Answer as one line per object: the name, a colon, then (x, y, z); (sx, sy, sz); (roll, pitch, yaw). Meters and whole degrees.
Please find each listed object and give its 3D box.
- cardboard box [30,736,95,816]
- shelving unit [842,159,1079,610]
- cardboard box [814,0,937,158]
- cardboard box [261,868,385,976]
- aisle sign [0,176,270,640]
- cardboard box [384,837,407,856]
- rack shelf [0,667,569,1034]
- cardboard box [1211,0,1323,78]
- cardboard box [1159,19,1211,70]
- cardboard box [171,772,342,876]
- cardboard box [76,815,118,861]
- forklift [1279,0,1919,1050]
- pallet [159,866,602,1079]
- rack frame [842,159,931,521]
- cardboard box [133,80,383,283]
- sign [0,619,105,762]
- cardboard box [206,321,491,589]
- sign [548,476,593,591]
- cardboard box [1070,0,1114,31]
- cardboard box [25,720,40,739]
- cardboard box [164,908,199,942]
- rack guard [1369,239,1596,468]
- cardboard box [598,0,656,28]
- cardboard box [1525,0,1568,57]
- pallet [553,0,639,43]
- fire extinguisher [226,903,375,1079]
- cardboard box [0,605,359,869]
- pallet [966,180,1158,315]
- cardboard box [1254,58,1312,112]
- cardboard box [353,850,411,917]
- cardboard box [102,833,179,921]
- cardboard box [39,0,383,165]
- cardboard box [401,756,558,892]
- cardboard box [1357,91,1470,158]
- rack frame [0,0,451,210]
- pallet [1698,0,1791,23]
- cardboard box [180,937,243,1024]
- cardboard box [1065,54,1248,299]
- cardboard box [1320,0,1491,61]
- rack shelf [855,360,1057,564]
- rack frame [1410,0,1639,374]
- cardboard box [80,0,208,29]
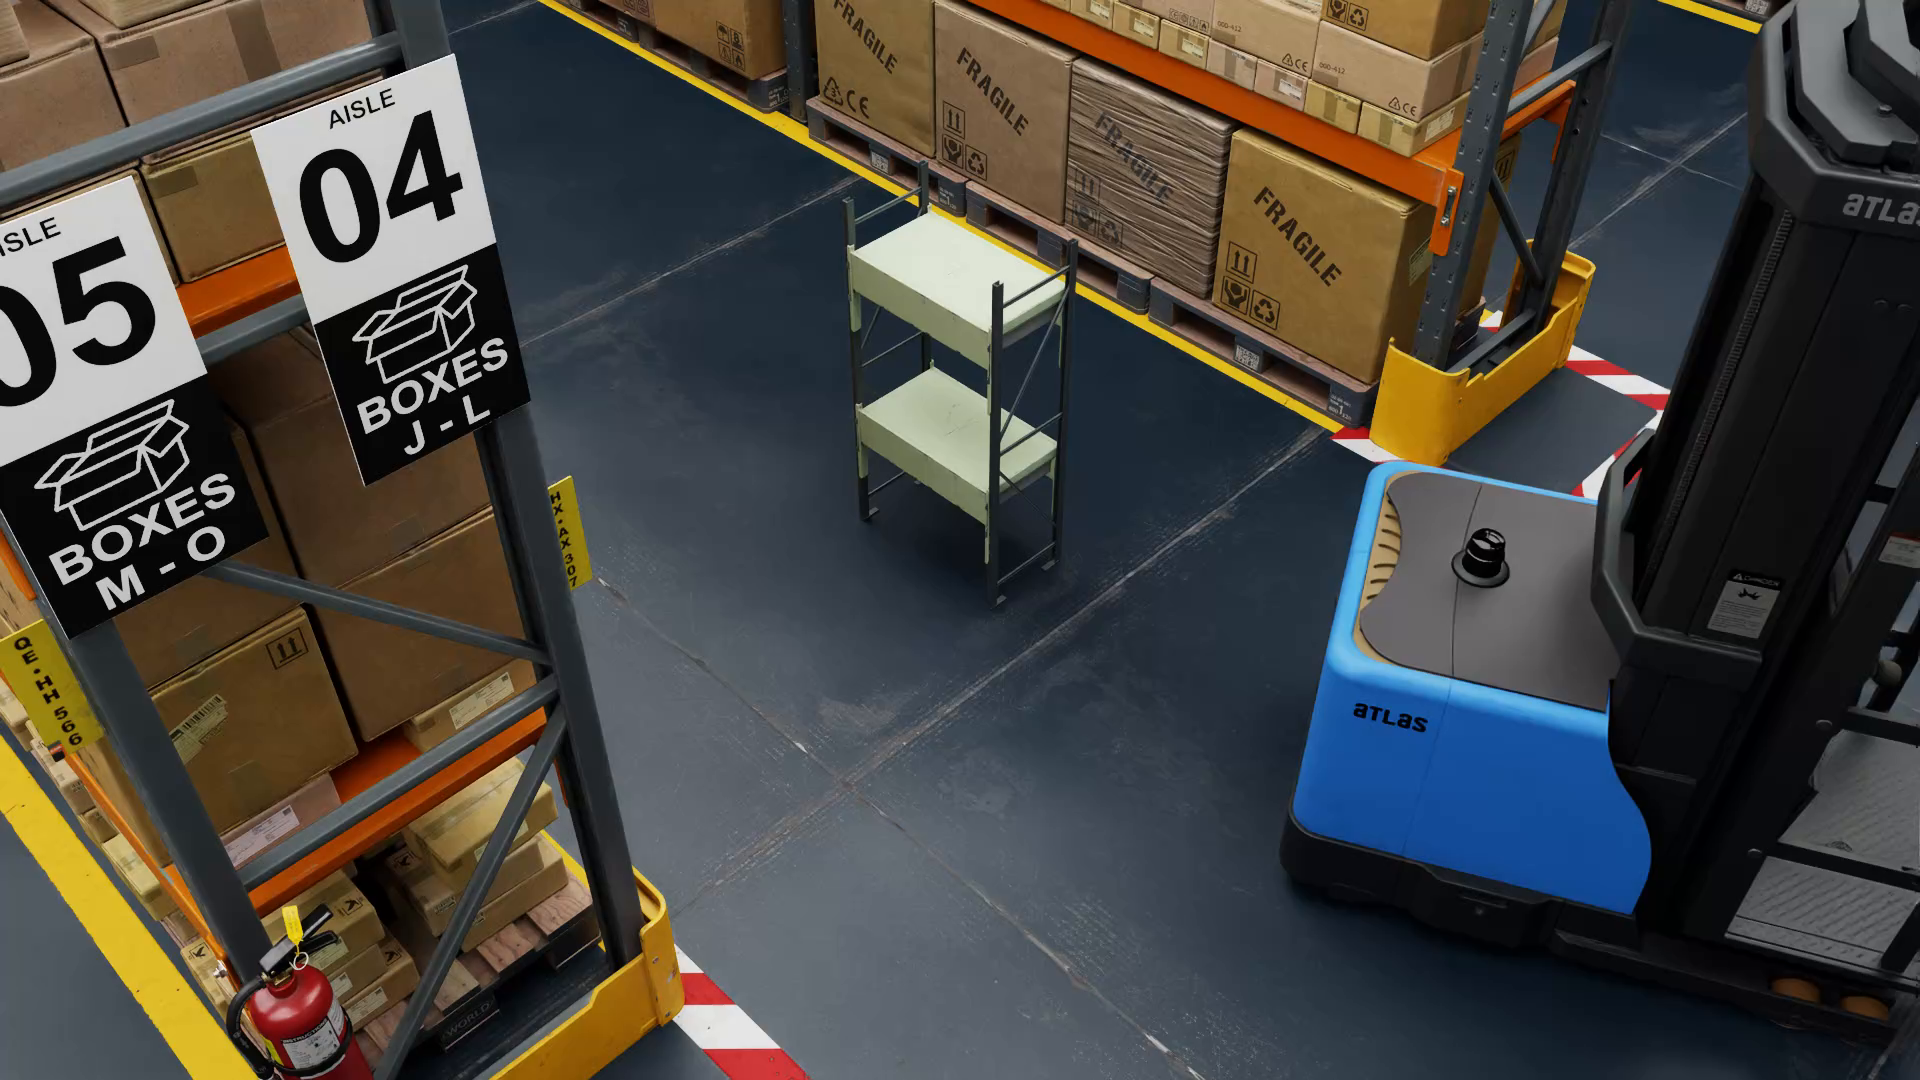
cardboard box: (-2.643, 0.646, 5.194); (0.380, 0.149, 0.250); (-32, 52, -30)
shelving unit: (-0.005, -0.554, 6.244); (0.431, 1.500, 0.755); (-34, 53, -31)
cardboard box: (-0.145, -2.696, 8.713); (0.875, 0.875, 0.875); (-34, 53, -31)
cardboard box: (-1.866, 1.115, 4.686); (0.380, 0.149, 0.250); (-33, 52, -31)
aisle sign: (-1.474, -0.203, 2.843); (0.394, 0.787, 0.004); (-34, 53, -31)
cardboard box: (-1.655, 0.823, 5.221); (0.250, 0.149, 0.380); (34, 52, 31)
rack shelf: (-2.725, -0.123, 5.203); (1.077, 0.370, 4.000); (-34, 53, -31)
cardboard box: (1.382, -2.159, 6.768); (0.500, 0.250, 0.500); (33, 52, 31)
cardboard box: (1.063, -2.166, 7.069); (0.250, 0.149, 0.380); (33, 52, 31)
cardboard box: (-1.743, 0.644, 4.028); (0.380, 0.149, 0.250); (-34, 53, -31)
cardboard box: (-2.619, 0.865, 5.395); (0.250, 0.149, 0.380); (32, 51, 30)
forklift: (2.632, 0.062, 4.523); (3.031, 2.935, 1.130); (13, 44, 13)
pallet: (-1.915, 1.154, 5.346); (1.003, 0.211, 1.213); (-34, 53, -31)
rack frame: (-0.263, -0.730, 6.435); (0.400, 1.500, 0.023); (-34, 53, -31)
cardboard box: (-1.449, -0.811, 3.318); (0.500, 0.250, 0.500); (-32, 52, -30)
sign: (-1.720, 0.288, 3.142); (0.100, 0.325, 0.005); (-34, 53, -31)
cardboard box: (-1.442, -0.283, 3.816); (0.500, 0.500, 0.500); (34, 52, 31)
sign: (-0.929, -0.005, 3.907); (0.100, 0.325, 0.005); (-34, 53, -31)
cardboard box: (0.706, -2.411, 7.334); (0.380, 0.149, 0.250); (-33, 52, -31)
cardboard box: (-2.799, 0.617, 5.445); (0.380, 0.149, 0.250); (-31, 51, -29)
cardboard box: (-2.256, 0.991, 5.039); (0.250, 0.149, 0.380); (32, 52, 30)
rack guard: (2.287, -0.826, 7.275); (1.175, 0.500, 0.348); (-34, 53, -31)
cardboard box: (-1.652, -3.778, 9.885); (0.875, 0.875, 1.225); (32, 52, 30)
cardboard box: (2.122, -2.169, 6.779); (0.500, 0.250, 0.500); (33, 52, 30)
pallet: (-2.019, -3.574, 10.462); (1.003, 0.211, 1.213); (-34, 53, -31)
fire extinguisher: (-1.462, 1.081, 3.702); (0.296, 0.674, 0.183); (-34, 53, -31)
cardboard box: (-1.813, 0.335, 3.885); (0.500, 0.500, 0.500); (-33, 52, -31)
pallet: (0.793, -1.664, 8.395); (1.003, 0.211, 1.213); (-34, 53, -31)
cardboard box: (1.423, -1.922, 6.805); (0.380, 0.149, 0.250); (-34, 52, -31)
cardboard box: (-1.699, 0.974, 5.276); (0.250, 0.149, 0.380); (34, 53, 31)
cardboard box: (-2.276, 0.903, 4.915); (0.250, 0.149, 0.380); (33, 52, 31)
cardboard box: (-1.446, -0.997, 3.151); (0.500, 0.250, 0.500); (-33, 52, -31)
cardboard box: (-1.442, 0.833, 4.991); (0.250, 0.149, 0.380); (32, 51, 30)
cardboard box: (1.786, -1.676, 6.539); (0.380, 0.149, 0.250); (-33, 52, -31)
rack frame: (-1.313, -1.630, 1.883); (1.000, 3.000, 0.127); (-34, 53, -31)
pallet: (5.222, -3.520, 10.404); (1.003, 0.211, 1.213); (-34, 53, -31)
cardboard box: (-2.086, 1.238, 4.991); (0.380, 0.149, 0.250); (-32, 52, -30)
cardboard box: (1.119, -1.836, 7.782); (0.875, 0.875, 0.875); (-34, 53, -31)
cardboard box: (1.740, -2.193, 6.252); (0.500, 0.500, 0.500); (-33, 52, -31)
rack shelf: (-0.005, -0.315, 6.466); (0.431, 0.370, 0.720); (-34, 53, -31)
rack frame: (2.270, -1.755, 6.439); (1.000, 3.000, 0.127); (-34, 53, -31)
cardboard box: (-1.380, -1.068, 2.934); (0.250, 0.149, 0.380); (34, 52, 31)
